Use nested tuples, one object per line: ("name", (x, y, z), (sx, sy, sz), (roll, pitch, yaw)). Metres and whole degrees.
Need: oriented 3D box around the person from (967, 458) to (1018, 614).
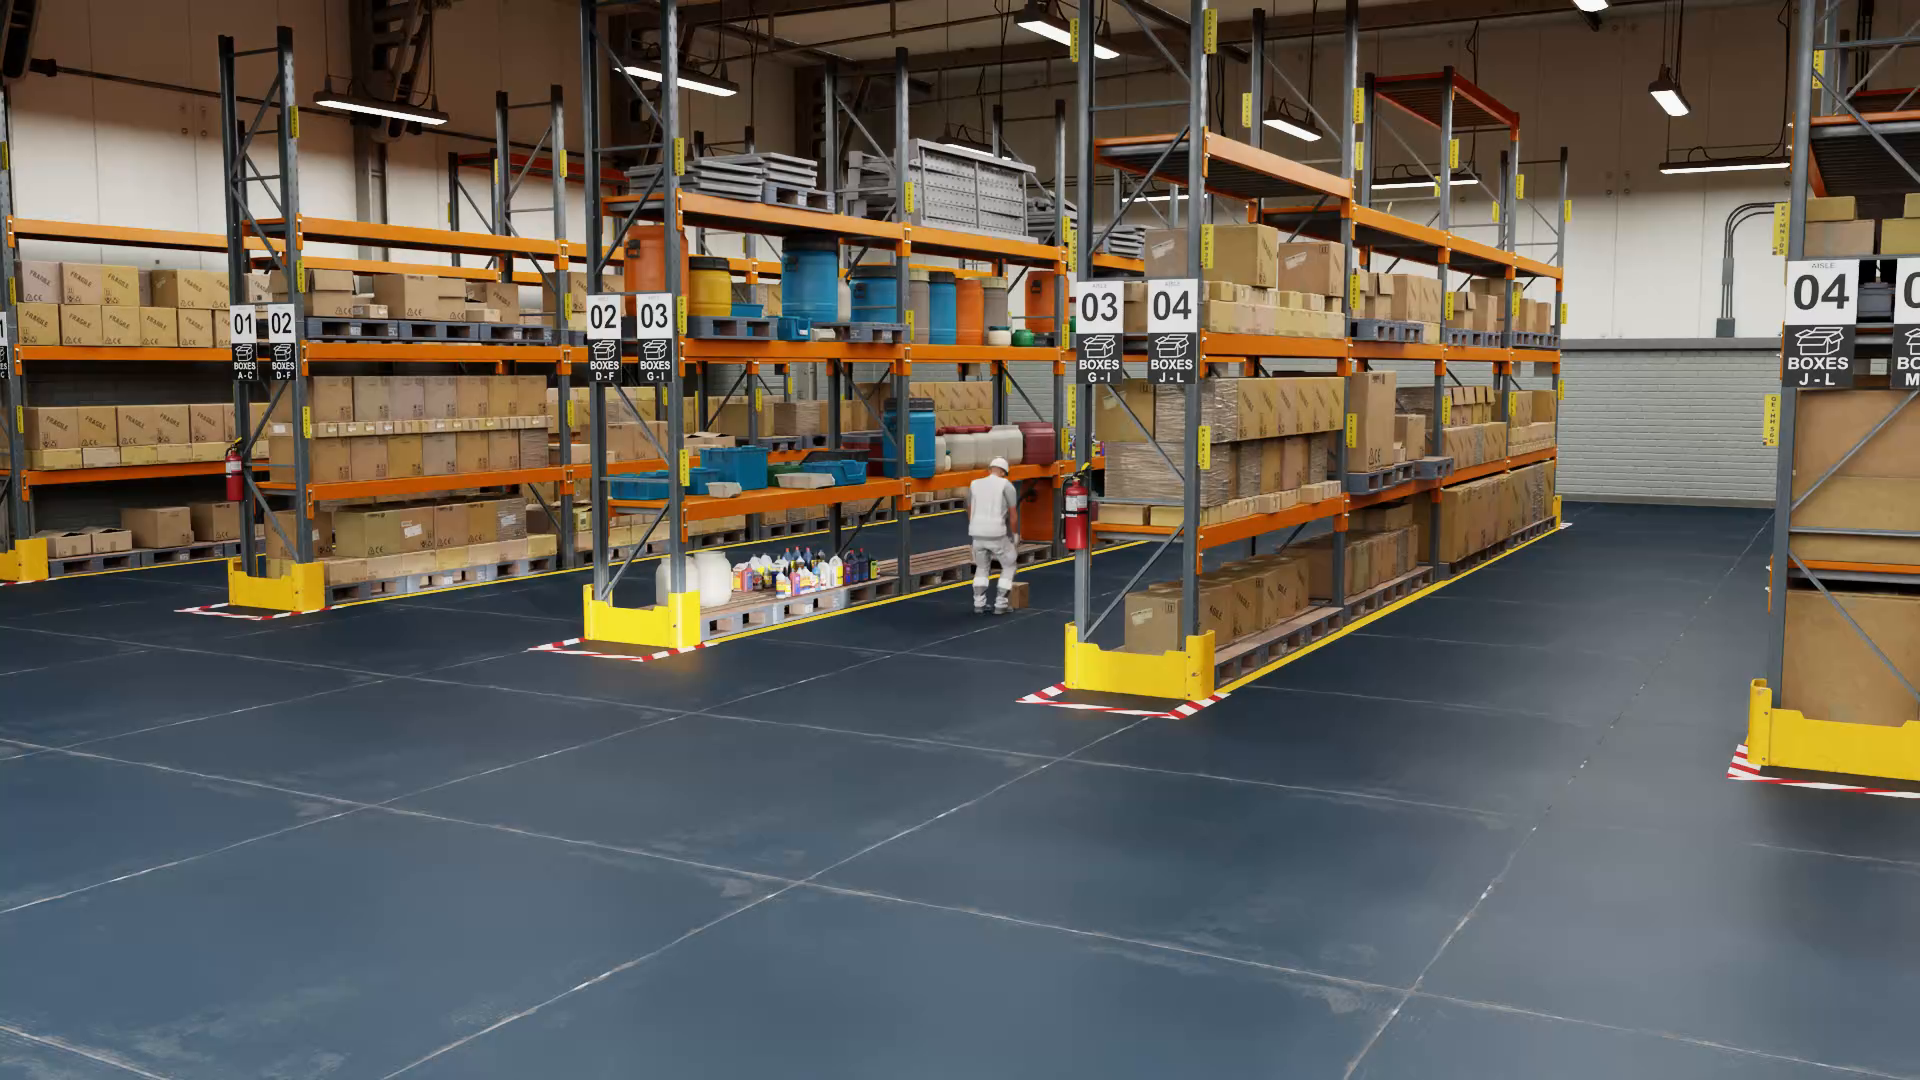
("person", (0.330, -0.046, 17.321), (0.570, 1.604, 0.624), (3, 7, 29))
